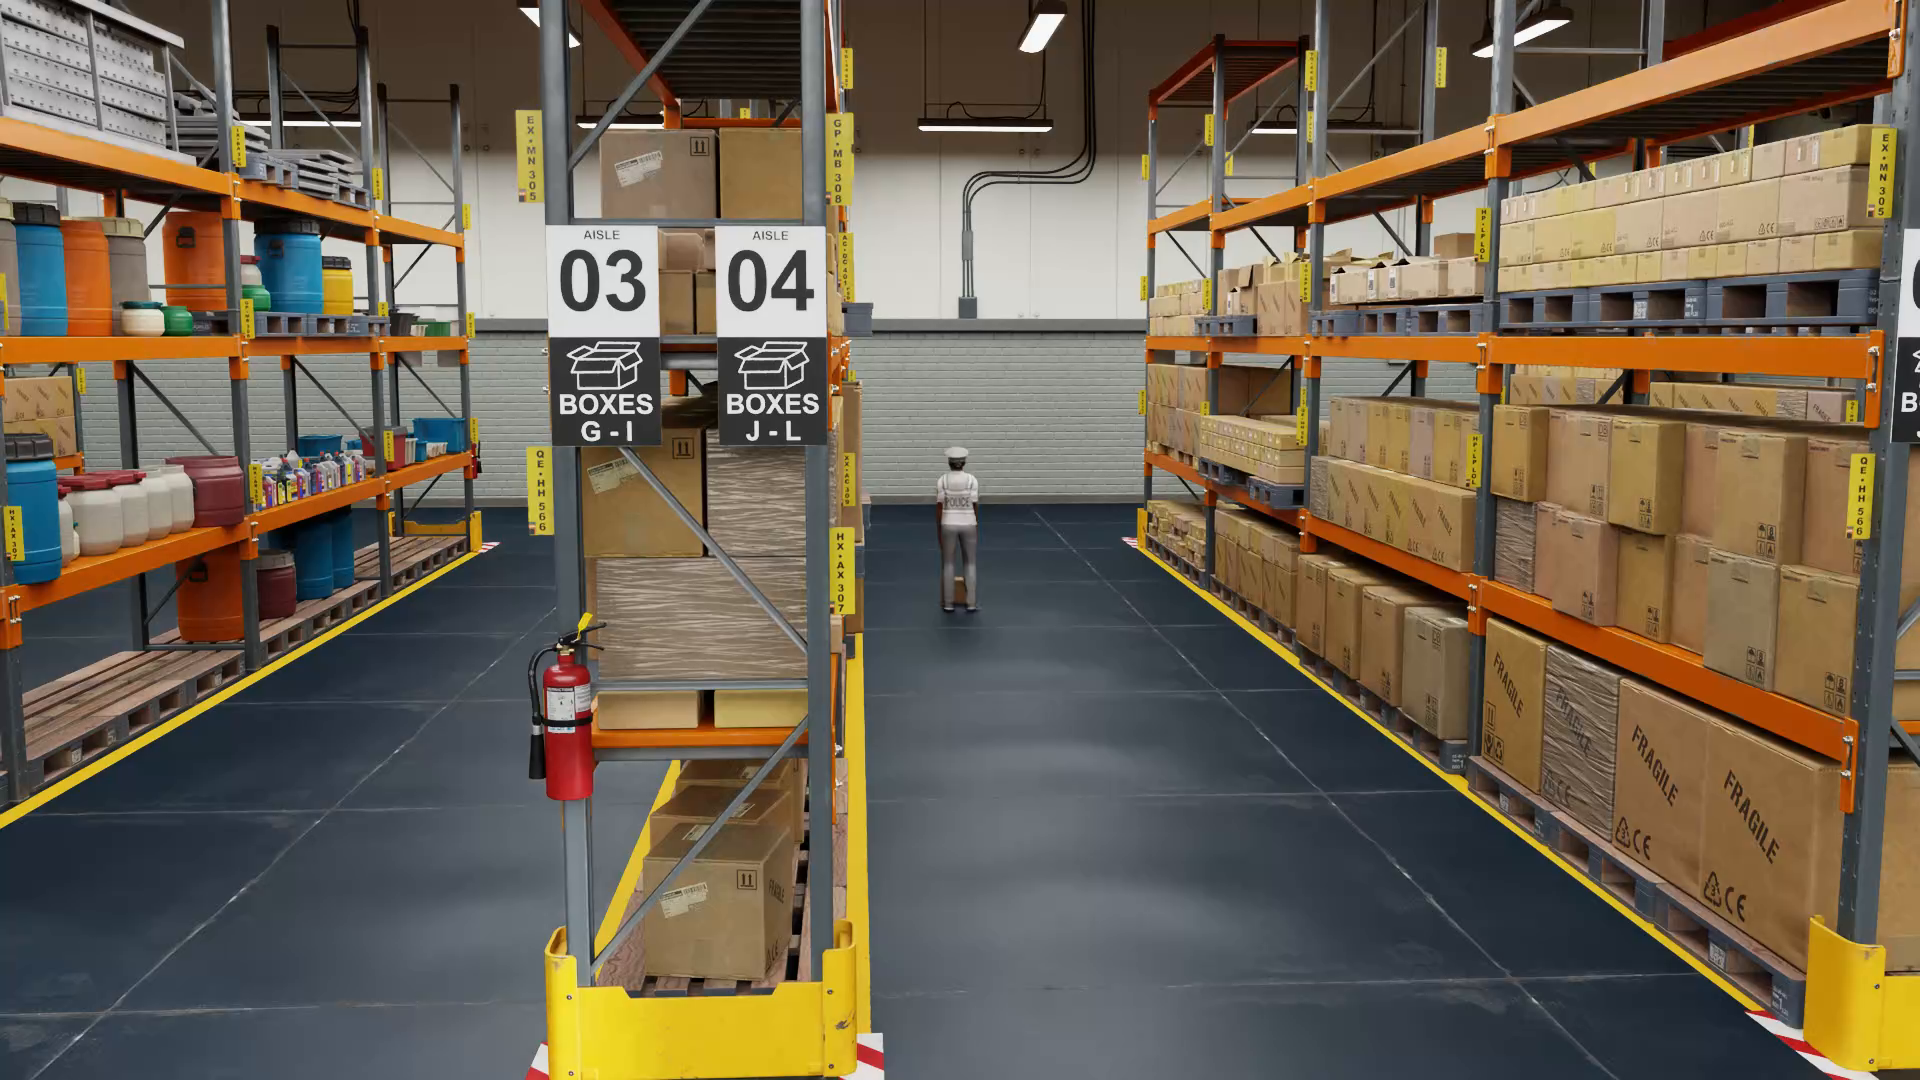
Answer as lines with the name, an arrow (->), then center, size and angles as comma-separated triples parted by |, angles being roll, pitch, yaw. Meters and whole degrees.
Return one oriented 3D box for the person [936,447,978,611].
person -> -0.032, -0.106, 17.104 | 0.438, 1.696, 0.339 | 0, 7, -3
